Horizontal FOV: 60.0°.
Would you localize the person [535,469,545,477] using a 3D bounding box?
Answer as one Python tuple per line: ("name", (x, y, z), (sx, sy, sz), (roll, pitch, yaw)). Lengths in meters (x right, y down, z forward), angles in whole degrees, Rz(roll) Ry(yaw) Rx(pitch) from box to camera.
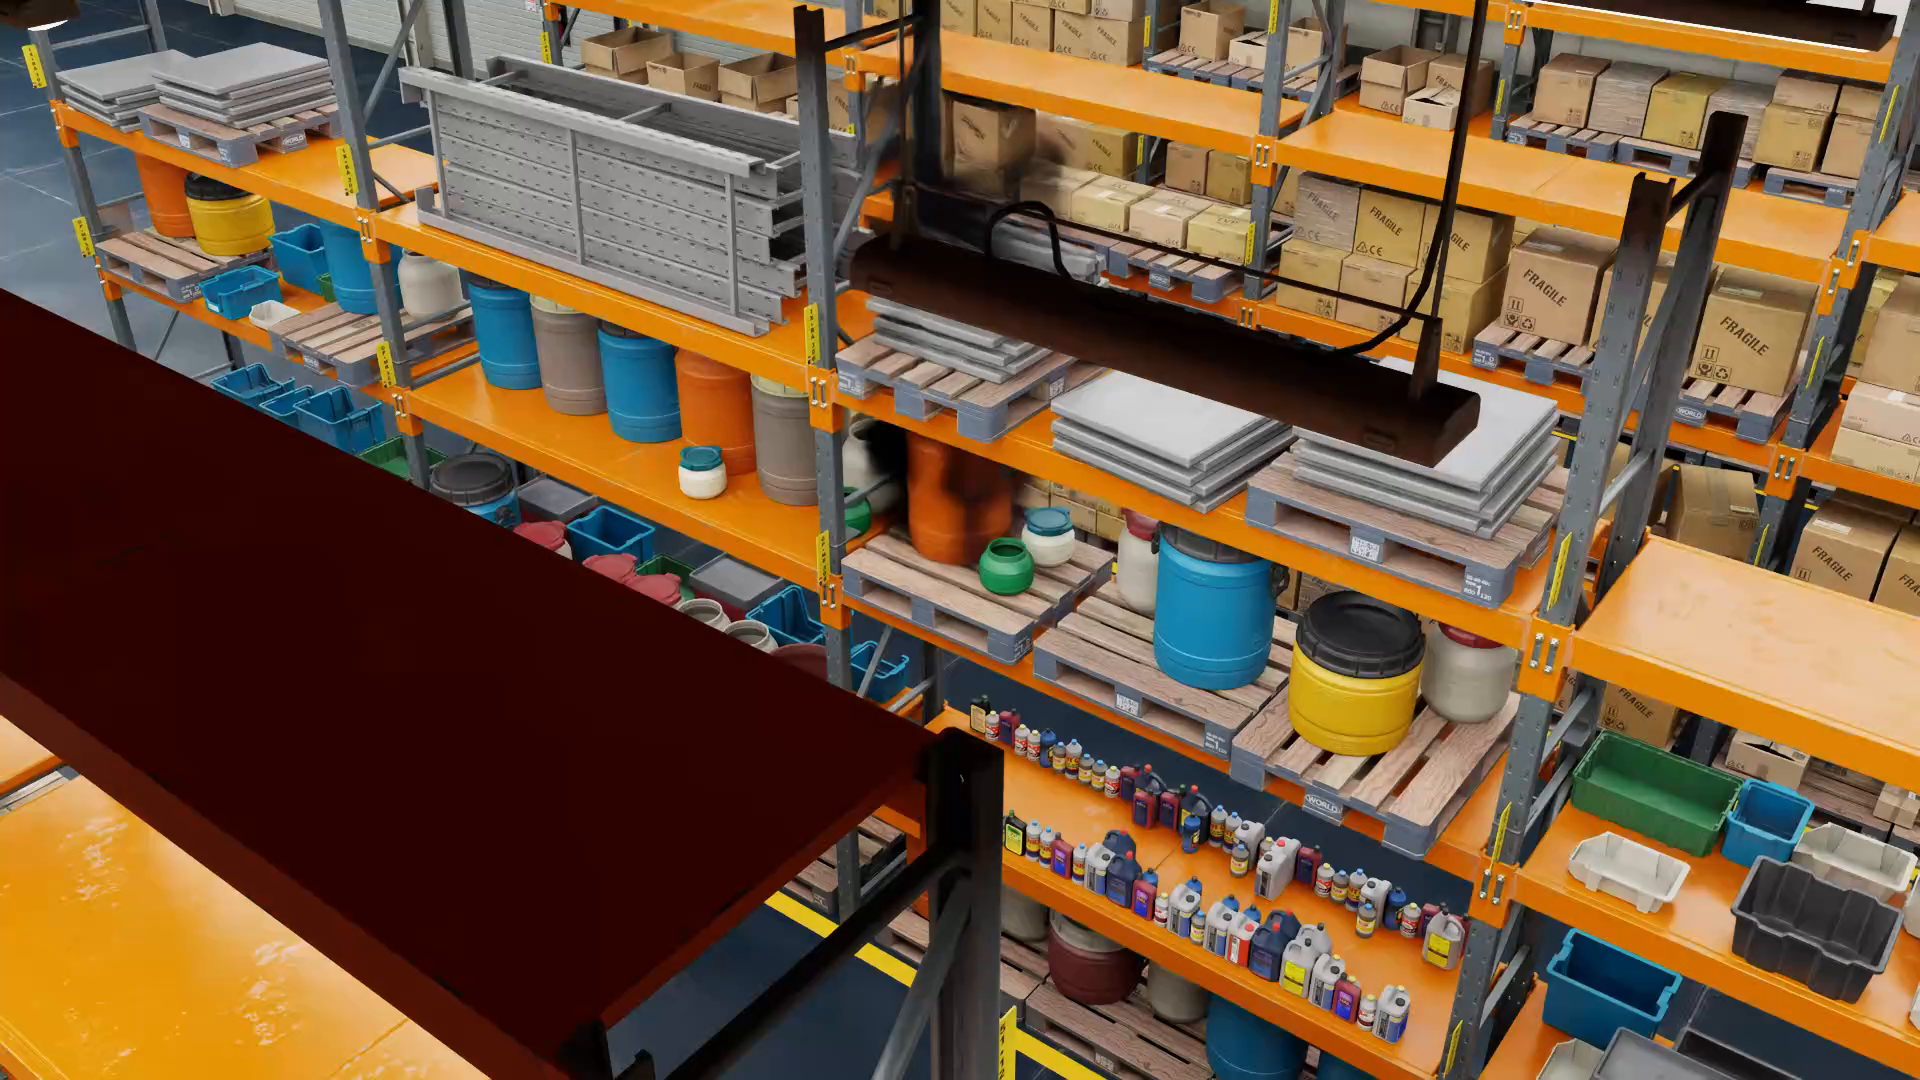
("person", (-3.472, -0.485, 14.464), (0.712, 1.741, 0.541), (16, 35, 24))
